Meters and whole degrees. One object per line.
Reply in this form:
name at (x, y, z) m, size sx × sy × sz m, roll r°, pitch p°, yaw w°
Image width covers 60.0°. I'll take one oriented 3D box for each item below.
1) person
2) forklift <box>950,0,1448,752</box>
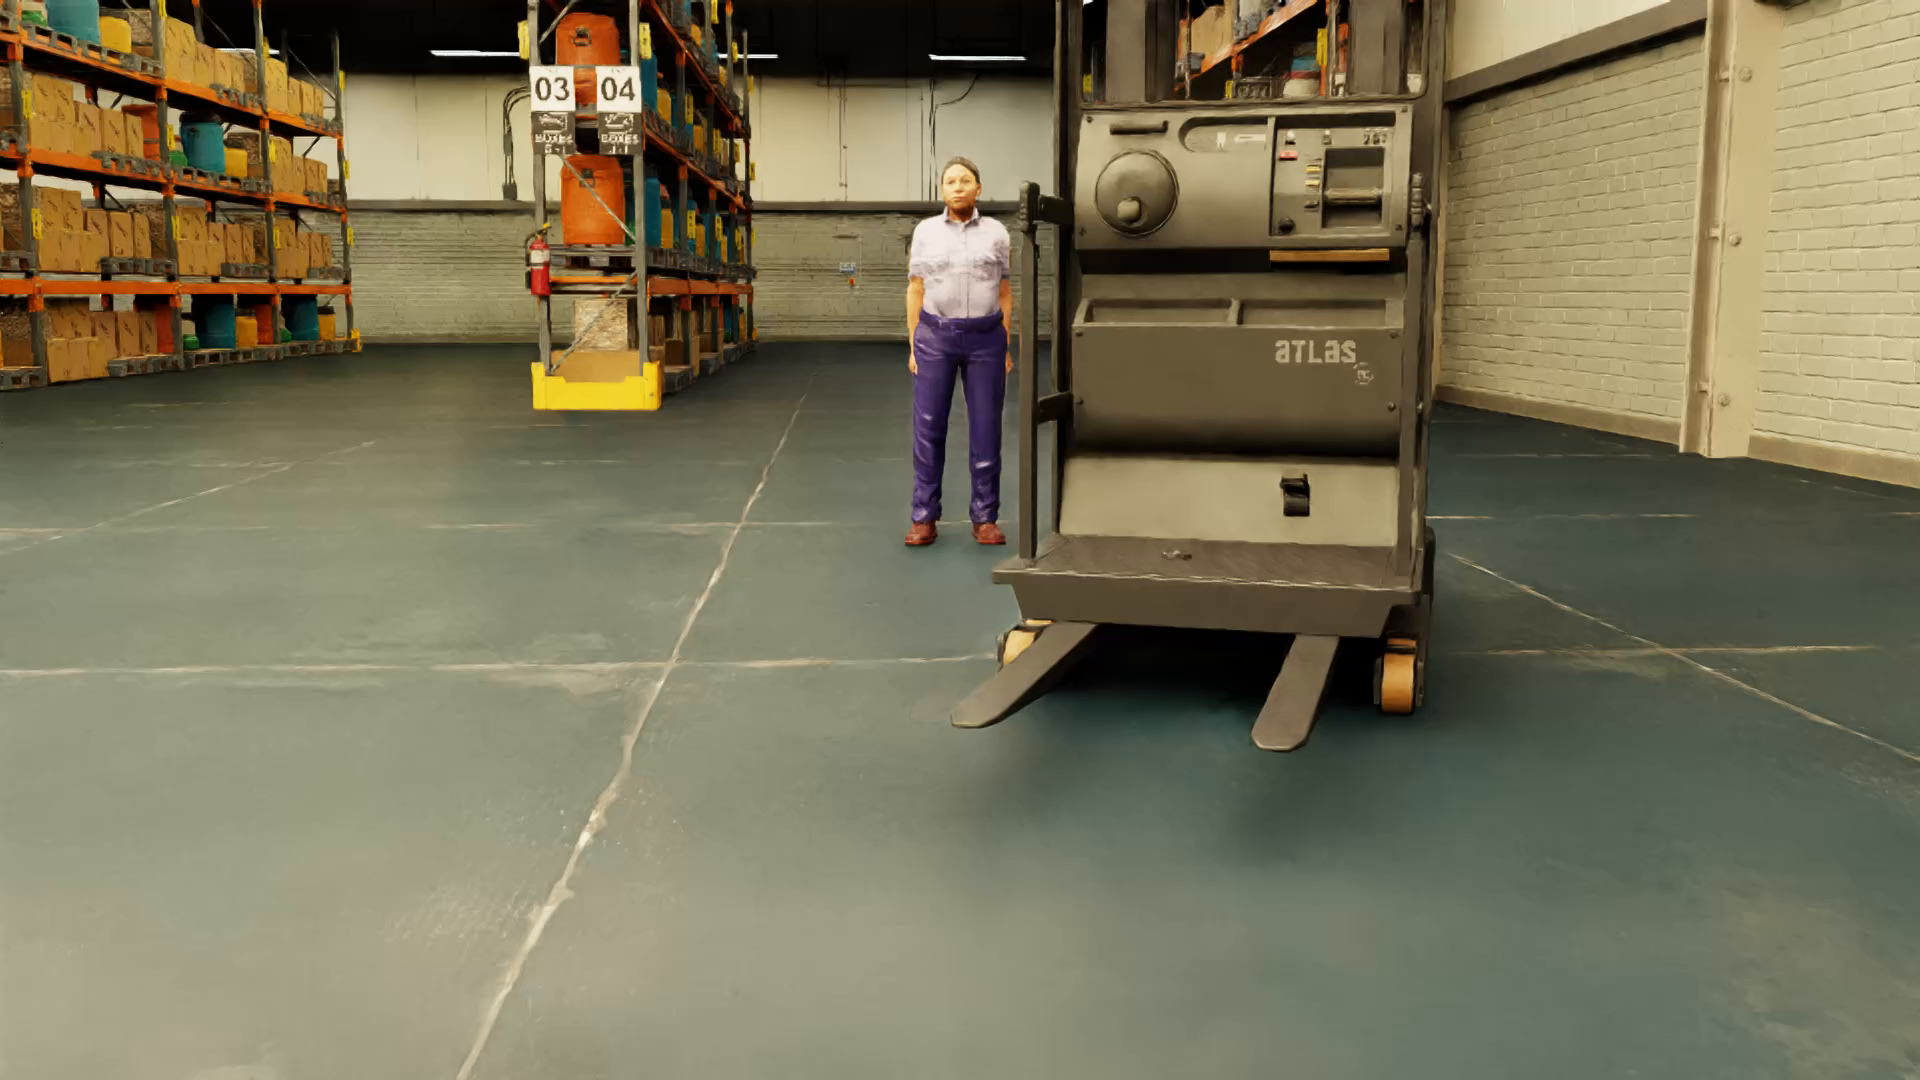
person at (-0.007, -0.811, 7.173) m, size 0.480 × 1.653 × 0.349 m, roll -1°, pitch 8°, yaw -4°
forklift at (0.733, -1.062, 4.482) m, size 1.130 × 2.935 × 3.031 m, roll 2°, pitch 9°, yaw 16°
